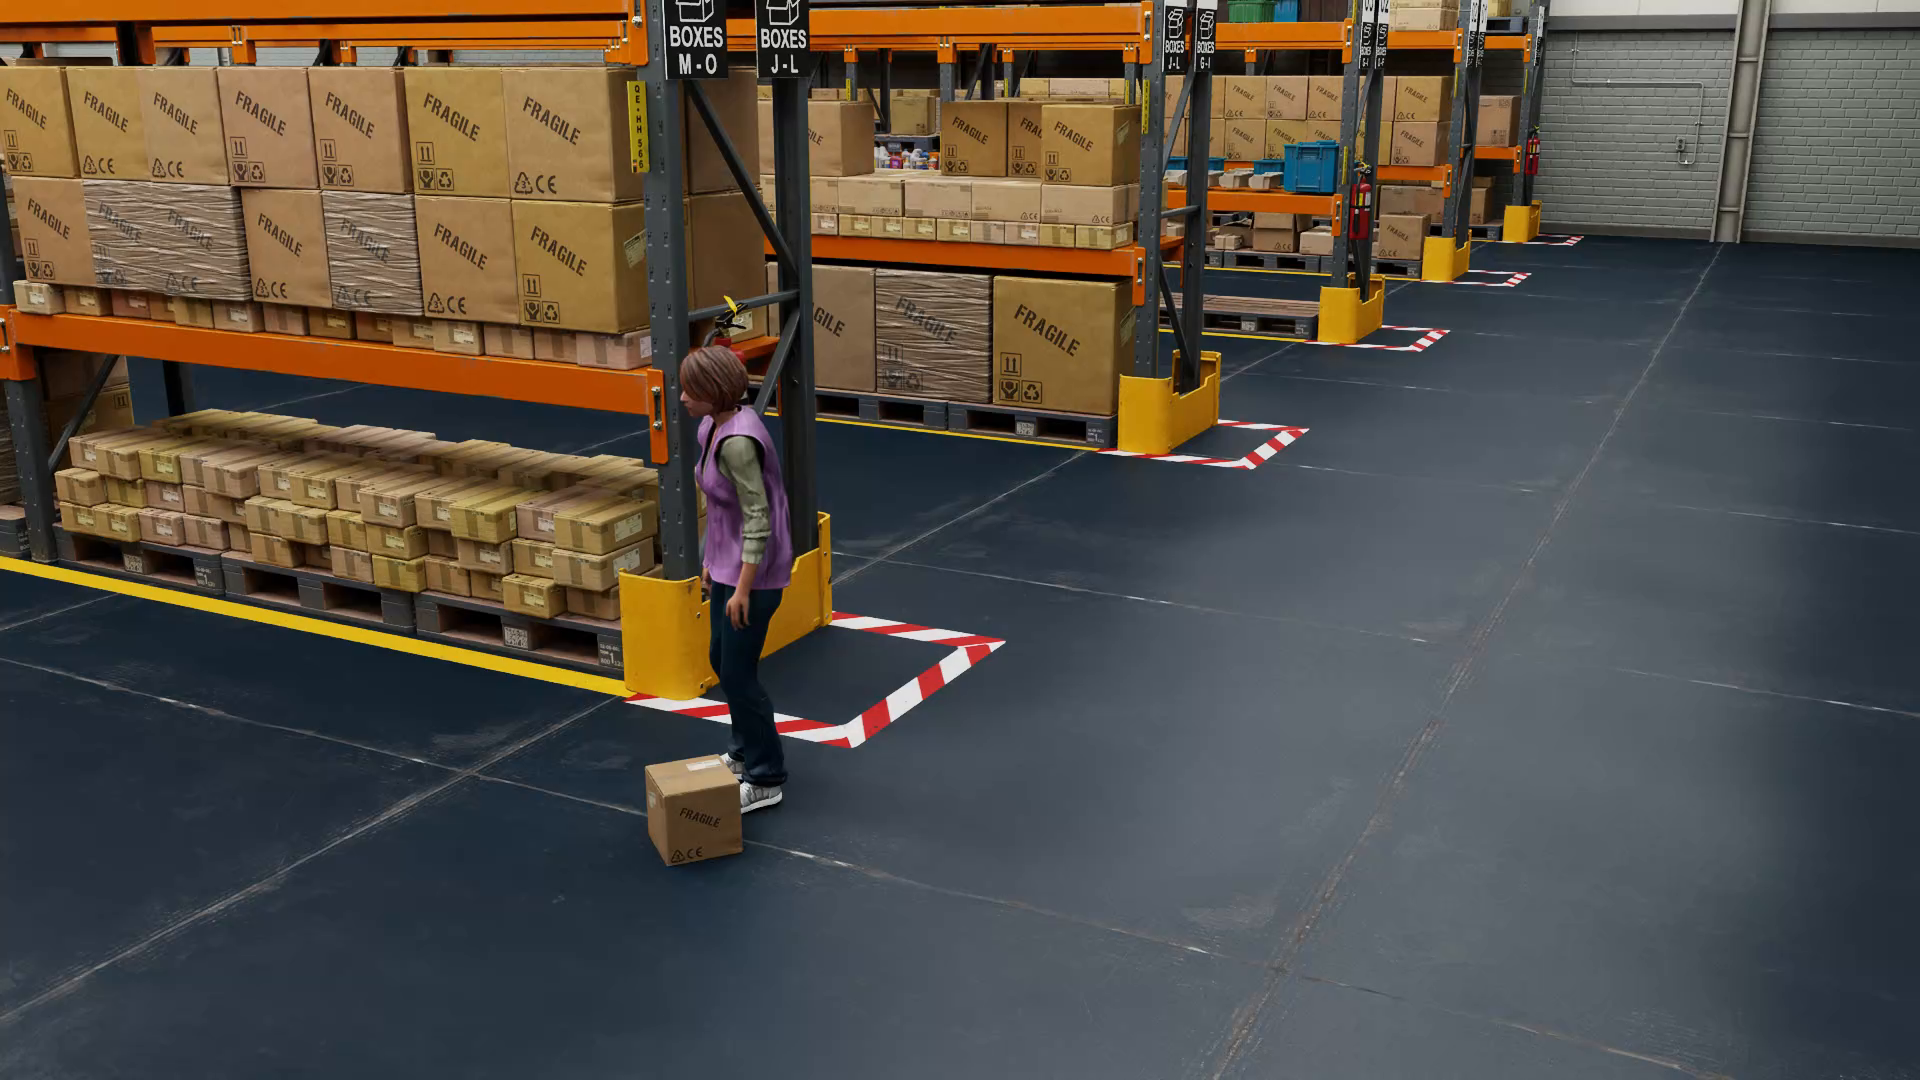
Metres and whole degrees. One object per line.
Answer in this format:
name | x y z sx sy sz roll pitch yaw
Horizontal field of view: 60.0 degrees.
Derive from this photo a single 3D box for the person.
person | -0.746 0.132 5.590 0.343 1.593 0.481 -6 17 -19
